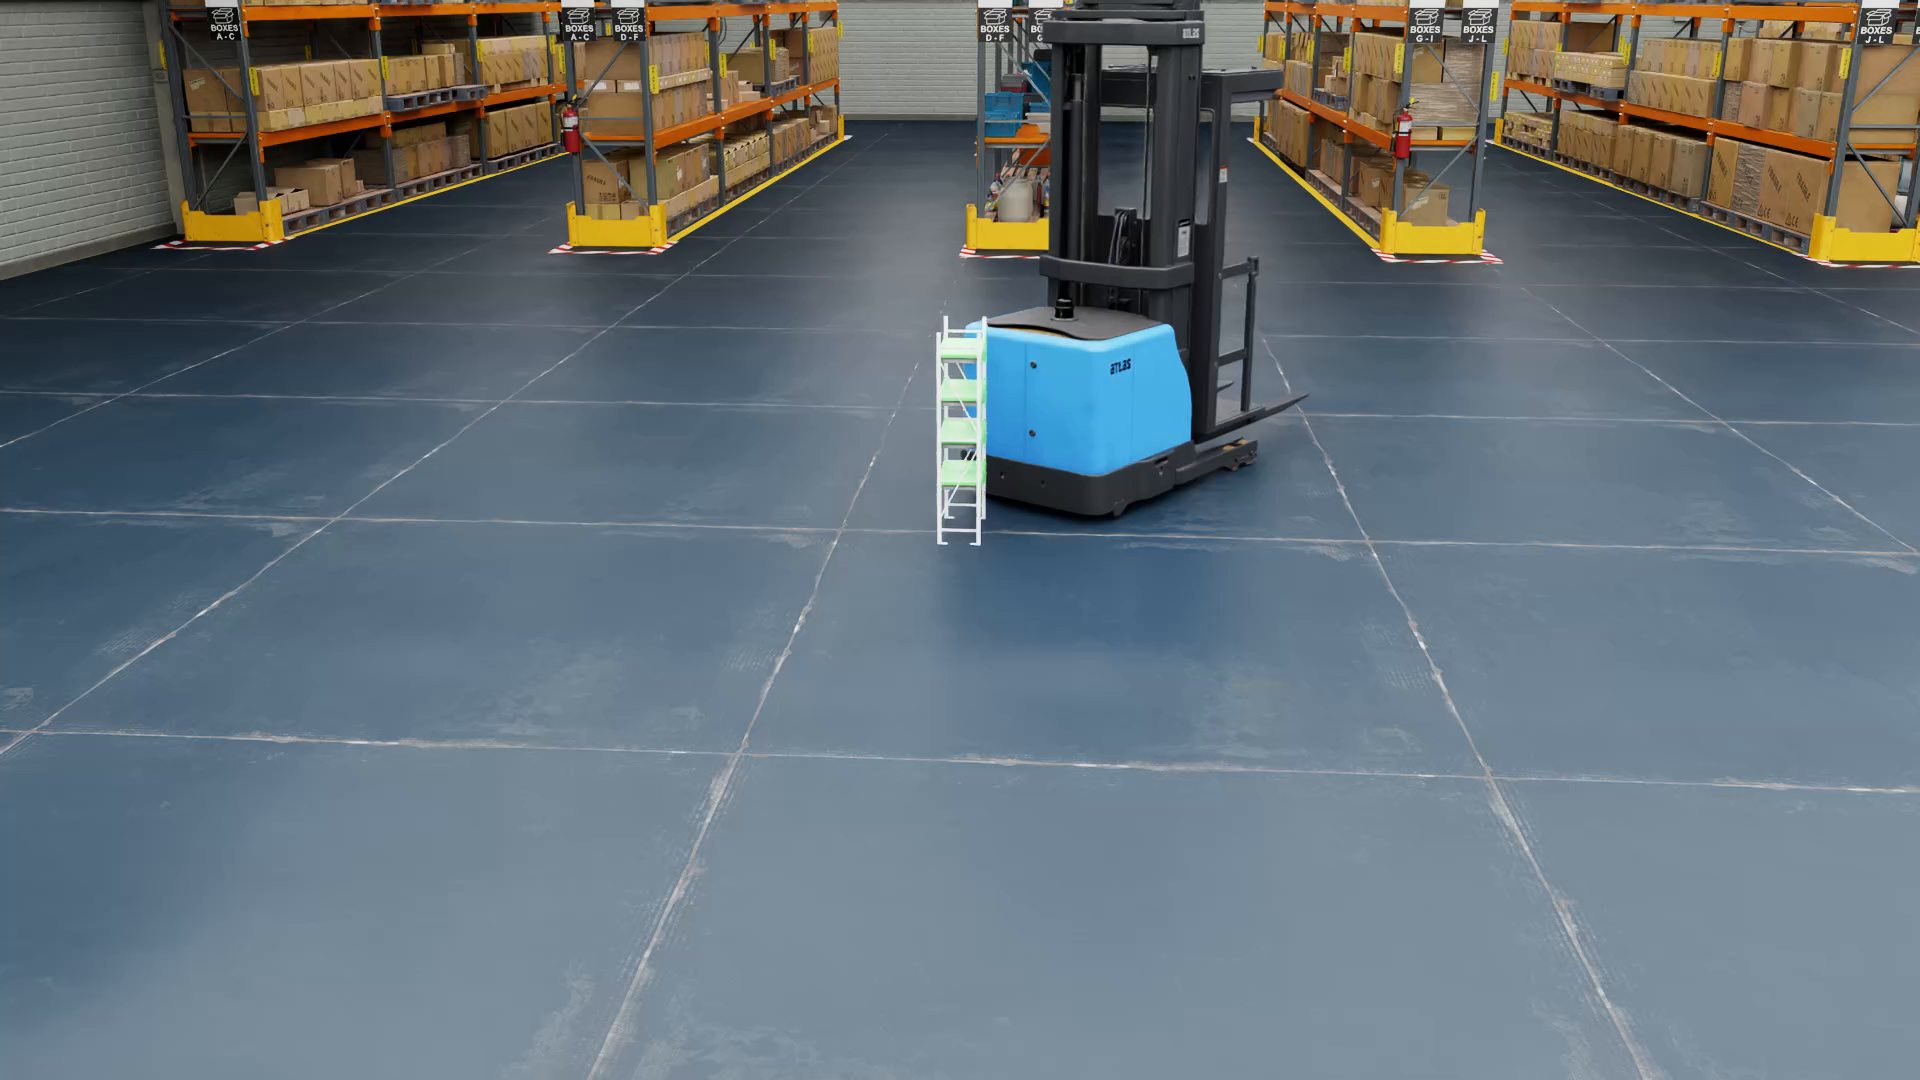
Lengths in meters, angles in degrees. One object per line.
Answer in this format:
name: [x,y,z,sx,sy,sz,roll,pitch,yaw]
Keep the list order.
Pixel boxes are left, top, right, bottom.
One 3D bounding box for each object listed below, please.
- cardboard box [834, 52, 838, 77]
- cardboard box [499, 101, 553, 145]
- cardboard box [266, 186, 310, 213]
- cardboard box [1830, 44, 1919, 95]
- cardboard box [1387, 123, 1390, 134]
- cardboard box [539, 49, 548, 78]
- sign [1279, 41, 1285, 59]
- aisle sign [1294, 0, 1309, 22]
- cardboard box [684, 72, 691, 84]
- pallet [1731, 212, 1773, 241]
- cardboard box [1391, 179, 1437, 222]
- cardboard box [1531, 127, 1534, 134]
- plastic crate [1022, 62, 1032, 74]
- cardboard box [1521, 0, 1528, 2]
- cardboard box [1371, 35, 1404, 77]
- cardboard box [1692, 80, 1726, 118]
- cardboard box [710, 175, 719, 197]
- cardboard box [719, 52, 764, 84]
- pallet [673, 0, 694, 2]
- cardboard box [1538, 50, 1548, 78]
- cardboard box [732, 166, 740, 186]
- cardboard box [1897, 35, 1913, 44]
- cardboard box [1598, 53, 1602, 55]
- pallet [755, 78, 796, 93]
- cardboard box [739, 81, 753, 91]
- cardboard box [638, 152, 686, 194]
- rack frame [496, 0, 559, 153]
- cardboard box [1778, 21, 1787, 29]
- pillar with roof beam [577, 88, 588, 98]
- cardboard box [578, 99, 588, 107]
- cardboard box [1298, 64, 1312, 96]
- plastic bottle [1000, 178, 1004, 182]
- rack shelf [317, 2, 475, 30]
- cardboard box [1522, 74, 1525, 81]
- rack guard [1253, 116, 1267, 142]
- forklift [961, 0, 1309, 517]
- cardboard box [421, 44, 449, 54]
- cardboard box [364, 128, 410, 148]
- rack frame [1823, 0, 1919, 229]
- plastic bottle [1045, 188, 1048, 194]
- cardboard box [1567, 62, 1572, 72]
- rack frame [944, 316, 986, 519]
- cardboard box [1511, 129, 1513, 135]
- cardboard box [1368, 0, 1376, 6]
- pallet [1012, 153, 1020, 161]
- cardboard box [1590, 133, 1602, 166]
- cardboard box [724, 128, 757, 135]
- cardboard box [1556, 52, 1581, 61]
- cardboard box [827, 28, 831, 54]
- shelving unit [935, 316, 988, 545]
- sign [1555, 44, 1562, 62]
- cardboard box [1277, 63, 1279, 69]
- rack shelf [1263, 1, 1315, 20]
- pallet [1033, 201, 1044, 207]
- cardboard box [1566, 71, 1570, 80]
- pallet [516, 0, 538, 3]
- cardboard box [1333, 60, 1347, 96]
cardboard box: [-2.843,-9.966,34.861,0.500,0.500,0.500,2,18,6]
cardboard box: [-8.227,-7.904,31.507,0.750,0.750,0.750,1,18,5]
cardboard box: [-8.991,-4.526,22.029,0.500,0.311,0.500,3,18,8]
cardboard box: [10.656,-5.429,19.200,0.875,0.550,0.550,1,18,4]
cardboard box: [5.484,-5.080,20.513,0.380,0.149,0.250,1,18,4]
cardboard box: [-8.092,-8.981,31.343,0.500,0.500,0.500,1,18,3]
sign: [5.958,-9.060,30.739,0.100,0.325,0.005,1,18,4]
aisle sign: [7.102,-11.093,34.285,0.394,0.787,0.004,1,18,4]
cardboard box: [-3.841,-6.209,22.354,0.380,0.149,0.250,2,18,5]
pallet: [10.660,-4.033,21.393,1.003,0.211,1.213,1,18,4]
cardboard box: [5.721,-4.264,20.960,0.500,0.500,0.500,6,19,18]
cardboard box: [11.319,-7.954,32.308,0.380,0.149,0.250,0,18,1]
plastic crate: [1.264,-8.884,31.647,0.392,0.384,0.575,1,18,4]
cardboard box: [11.409,-10.757,32.857,0.500,0.250,0.500,2,18,6]
cardboard box: [5.556,-6.179,21.218,0.500,0.500,0.500,1,18,4]
cardboard box: [10.648,-6.188,23.331,0.500,0.500,0.500,1,18,4]
cardboard box: [-3.758,-5.081,23.854,0.500,0.250,0.500,1,18,4]
cardboard box: [-3.723,-8.025,28.261,0.700,0.500,0.500,-5,19,-15]
pallet: [-4.068,-7.077,21.529,1.003,0.211,1.213,1,18,4]
cardboard box: [11.242,-8.964,31.324,0.500,0.500,0.500,1,18,2]
cardboard box: [-3.629,-5.509,25.159,0.500,0.250,0.500,2,18,5]
cardboard box: [15.956,-8.139,27.678,0.500,0.500,0.500,1,18,4]
cardboard box: [11.599,-8.608,29.649,0.380,0.149,0.250,1,18,2]
pallet: [-3.521,-8.092,29.611,1.003,0.211,1.213,1,18,4]
cardboard box: [-3.726,-7.425,27.409,0.500,0.311,0.500,2,18,7]
cardboard box: [-3.912,-4.817,21.843,0.500,0.500,0.500,1,18,4]
rack frame: [-8.311,-8.931,31.863,1.000,3.000,0.127,1,18,4]
cardboard box: [16.299,-10.104,32.634,0.380,0.149,0.250,1,18,2]
pillar with roof beam: [-4.399,-13.786,37.045,9.100,9.000,0.400,1,18,4]
cardboard box: [-7.819,-9.151,34.830,0.380,0.149,0.250,2,18,5]
cardboard box: [6.088,-7.880,28.493,0.500,0.500,0.500,1,18,2]
plastic bottle: [0.542,-4.950,23.380,0.152,0.276,0.135,2,18,6]
rack shelf: [-8.741,-8.151,25.820,1.077,0.370,4.000,1,18,4]
cardboard box: [11.456,-9.241,33.212,0.380,0.149,0.250,2,18,6]
rack guard: [6.800,-8.661,35.054,1.175,0.500,0.348,1,18,4]
forklift: [1.306,-1.924,10.587,1.130,2.935,3.031,14,23,36]
cardboard box: [-8.600,-8.046,27.251,0.380,0.149,0.250,-2,18,-5]
cardboard box: [-8.820,-6.190,25.600,0.500,0.250,0.500,1,18,3]
rack frame: [10.591,-4.730,19.042,1.000,3.000,0.127,1,18,4]
plastic bottle: [1.176,-4.558,22.192,0.097,0.271,0.097,0,18,0]
cardboard box: [10.911,-8.325,29.265,0.380,0.149,0.250,1,18,2]
rack frame: [0.029,-0.697,9.624,0.240,1.200,0.015,1,18,4]
cardboard box: [11.444,-8.306,33.858,0.380,0.149,0.250,1,18,4]
cardboard box: [5.571,-7.017,21.443,0.500,0.250,0.500,1,18,2]
pallet: [1.389,-6.766,29.734,1.003,0.211,1.213,1,18,4]
cardboard box: [10.992,-6.598,28.082,0.500,0.500,0.500,2,18,6]
cardboard box: [-3.823,-6.896,28.960,0.500,0.500,0.500,2,18,6]
cardboard box: [10.964,-8.708,29.956,0.380,0.149,0.250,2,18,7]
cardboard box: [-2.908,-10.124,33.738,0.500,0.500,0.500,2,18,5]
shelving unit: [0.012,-0.622,9.393,0.258,1.200,0.503,1,18,4]
sign: [10.909,-8.879,30.311,0.100,0.325,0.005,1,18,4]
cardboard box: [6.316,-8.973,31.754,0.500,0.250,0.500,2,18,6]
rack shelf: [6.655,-10.304,32.391,1.077,0.370,4.000,1,18,4]
pallet: [0.908,-4.693,23.405,1.003,0.211,1.213,1,18,4]
cardboard box: [10.909,-8.184,29.310,0.380,0.149,0.250,1,18,4]
pallet: [-8.327,-9.980,30.553,0.805,0.209,1.217,1,18,2]
cardboard box: [5.970,-6.904,24.835,0.797,0.503,0.637,3,18,10]
